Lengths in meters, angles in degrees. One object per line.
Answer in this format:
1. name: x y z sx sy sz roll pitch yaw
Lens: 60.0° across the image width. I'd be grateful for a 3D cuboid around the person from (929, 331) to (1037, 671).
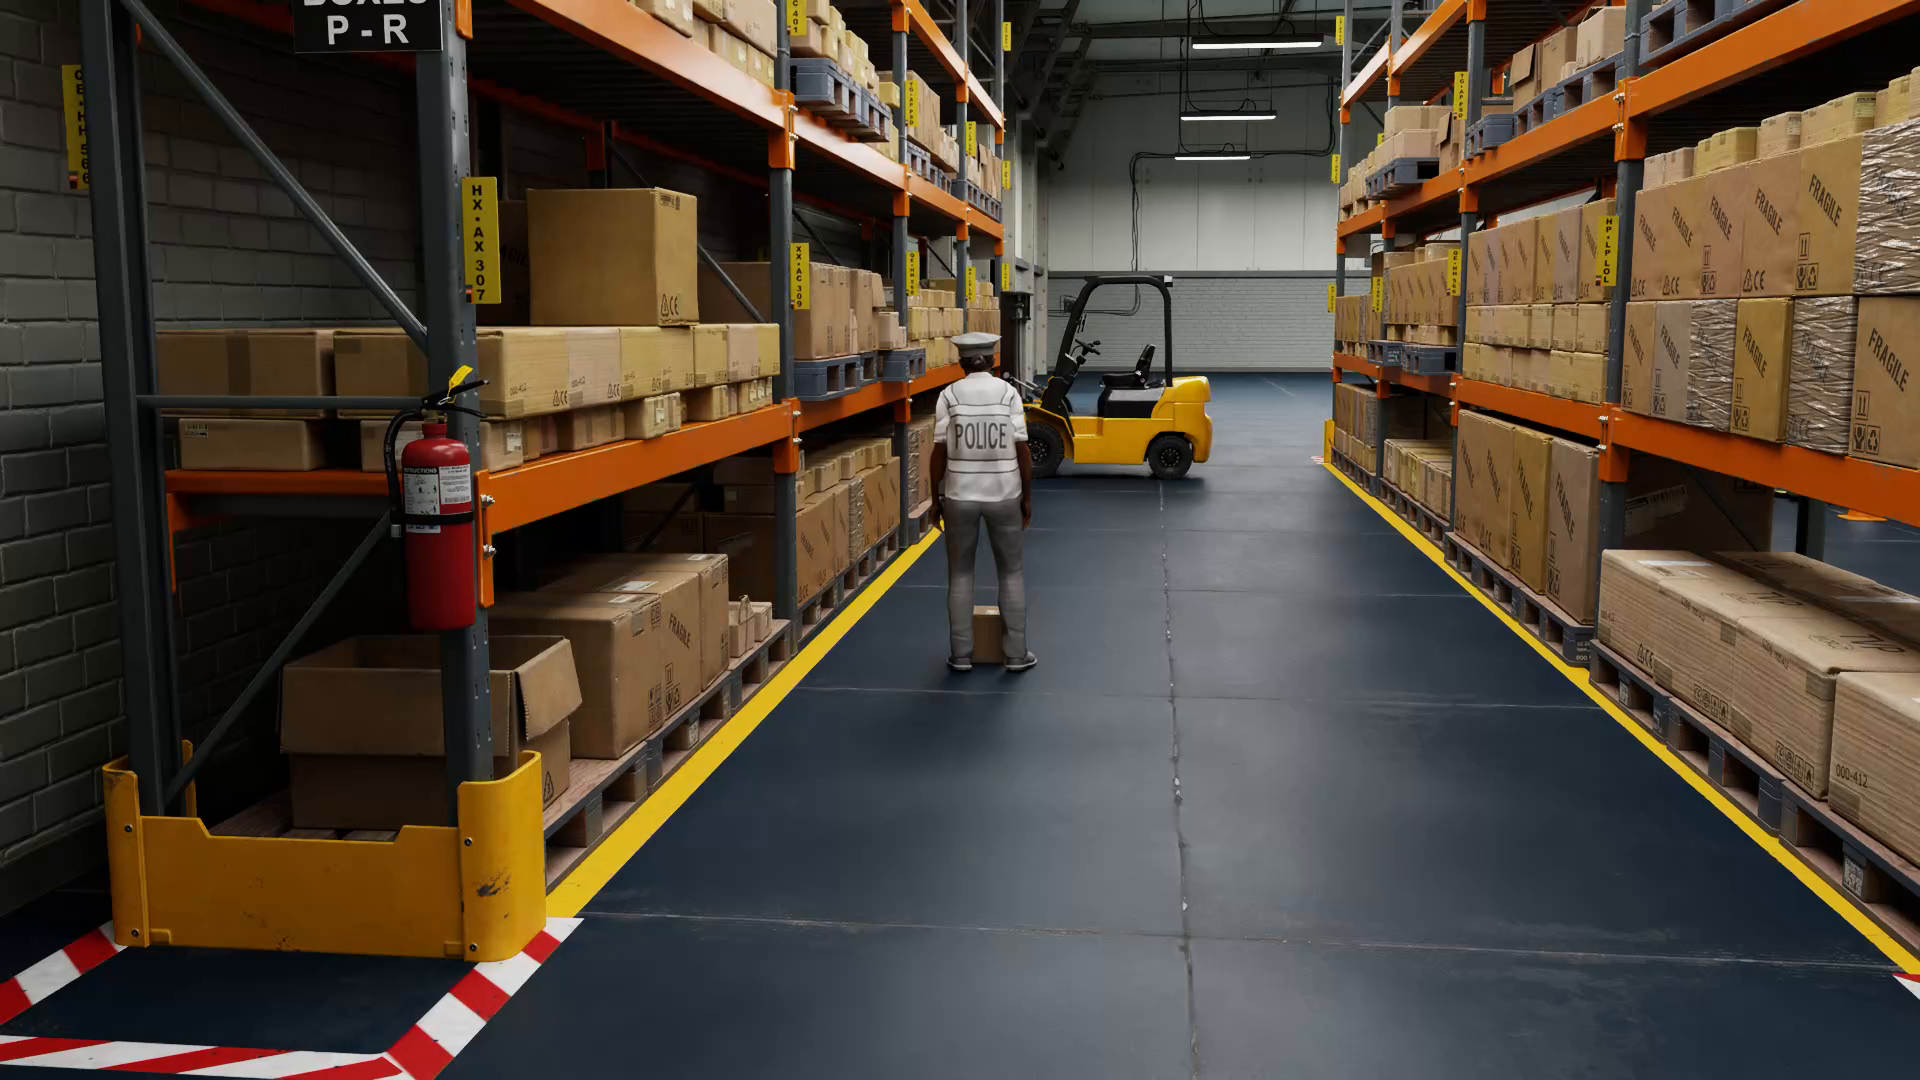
1. person: 0.118 -0.186 8.164 0.533 1.661 0.396 0 8 0
